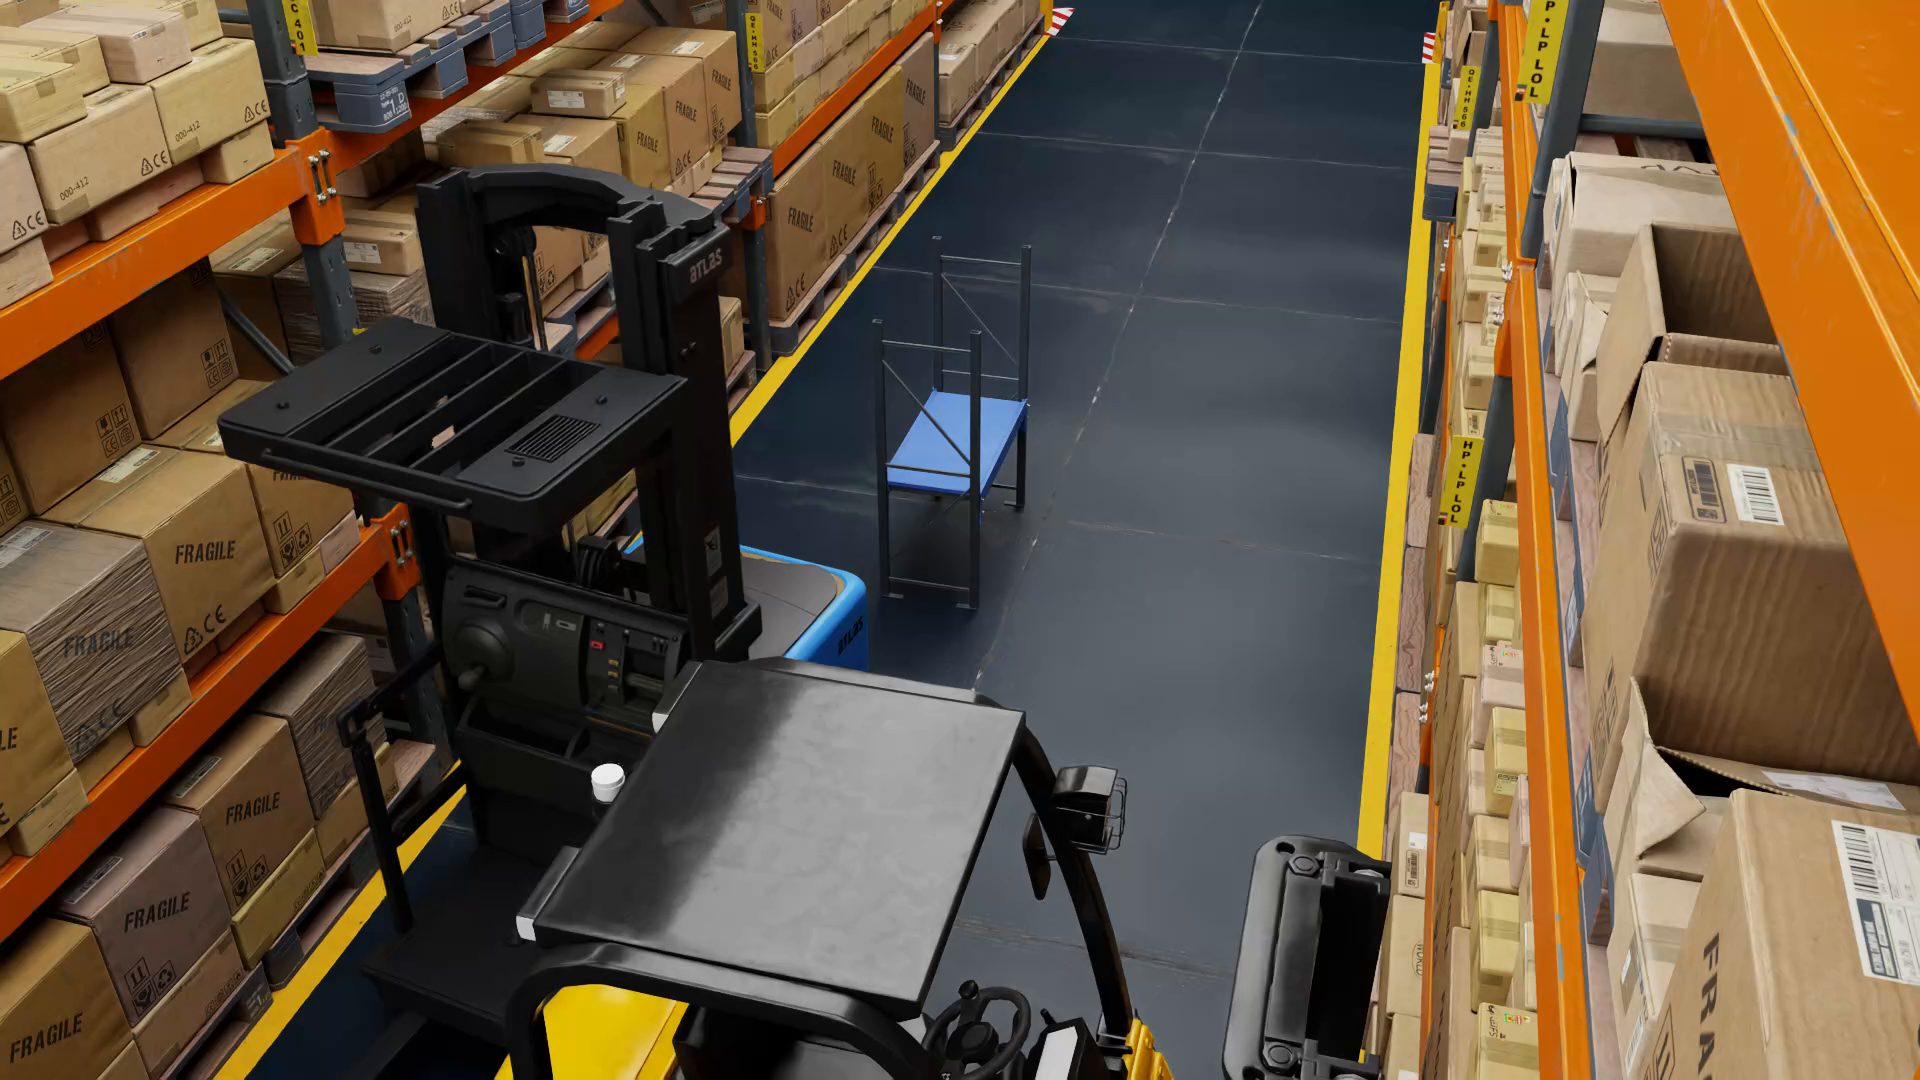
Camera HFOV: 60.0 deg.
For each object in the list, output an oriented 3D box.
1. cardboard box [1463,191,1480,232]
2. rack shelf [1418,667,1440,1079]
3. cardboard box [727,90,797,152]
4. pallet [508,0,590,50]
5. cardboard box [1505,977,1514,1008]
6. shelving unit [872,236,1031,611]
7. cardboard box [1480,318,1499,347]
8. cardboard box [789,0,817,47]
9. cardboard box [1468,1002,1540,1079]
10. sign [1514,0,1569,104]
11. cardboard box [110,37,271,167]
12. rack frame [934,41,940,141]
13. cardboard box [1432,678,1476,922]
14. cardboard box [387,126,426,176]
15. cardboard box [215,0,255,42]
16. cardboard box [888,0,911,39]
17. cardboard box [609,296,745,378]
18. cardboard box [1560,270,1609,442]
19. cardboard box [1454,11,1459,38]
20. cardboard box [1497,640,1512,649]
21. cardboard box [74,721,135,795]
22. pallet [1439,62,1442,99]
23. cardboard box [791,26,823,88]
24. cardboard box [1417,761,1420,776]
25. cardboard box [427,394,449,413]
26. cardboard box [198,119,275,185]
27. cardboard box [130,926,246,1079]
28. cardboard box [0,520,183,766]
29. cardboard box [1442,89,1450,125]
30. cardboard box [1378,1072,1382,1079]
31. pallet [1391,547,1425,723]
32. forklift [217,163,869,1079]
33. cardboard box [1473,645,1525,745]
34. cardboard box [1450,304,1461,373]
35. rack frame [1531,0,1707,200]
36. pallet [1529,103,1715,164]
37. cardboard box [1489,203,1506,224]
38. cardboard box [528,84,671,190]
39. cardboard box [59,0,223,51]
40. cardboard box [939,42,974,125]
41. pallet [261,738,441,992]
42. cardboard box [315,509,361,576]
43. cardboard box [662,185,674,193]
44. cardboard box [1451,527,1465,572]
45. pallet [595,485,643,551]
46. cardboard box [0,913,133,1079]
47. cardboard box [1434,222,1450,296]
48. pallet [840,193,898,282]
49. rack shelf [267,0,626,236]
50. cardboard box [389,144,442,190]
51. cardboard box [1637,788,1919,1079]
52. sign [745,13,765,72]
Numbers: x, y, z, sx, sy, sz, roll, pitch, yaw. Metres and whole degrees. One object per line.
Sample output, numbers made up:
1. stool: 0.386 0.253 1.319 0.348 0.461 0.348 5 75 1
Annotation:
1. cardboard box: 2.644 -1.424 7.867 0.500 0.250 0.500 9 34 14
2. rack shelf: 1.598 1.685 3.975 1.077 0.370 4.000 8 33 12
3. cardboard box: -1.314 -2.563 10.125 0.500 0.250 0.500 7 33 12
4. pallet: -2.177 -2.362 7.048 1.213 0.211 1.003 8 33 12
5. cardboard box: 1.360 1.099 3.528 0.380 0.149 0.250 8 33 12
6. shelving unit: -0.022 -0.589 8.278 0.538 1.500 1.048 8 33 12
7. cardboard box: 2.204 -0.718 6.386 0.380 0.149 0.250 7 33 11
8. cardboard box: -1.203 -3.352 10.202 0.500 0.500 0.500 8 33 13
9. cardboard box: 1.205 1.087 3.269 0.380 0.149 0.250 9 33 13
10. sign: 1.578 -1.343 4.495 0.100 0.325 0.005 8 33 12
11. cardboard box: -2.548 -1.392 5.211 0.500 0.250 0.500 8 33 12
12. rack frame: -0.666 -4.482 13.005 1.000 3.000 0.127 8 33 12
13. cardboard box: 1.624 0.768 4.652 0.500 0.500 0.500 9 33 13
14. cardboard box: -2.589 -1.725 7.300 0.380 0.149 0.250 7 33 10
15. cardboard box: -2.688 -2.033 6.105 0.500 0.250 0.500 7 33 11
16. cardboard box: -0.667 -3.888 12.209 0.500 0.250 0.500 8 33 12
17. cardboard box: -1.834 -1.183 9.873 0.950 0.372 0.625 6 33 9
18. cardboard box: 1.435 -0.357 3.360 0.396 0.266 0.258 7 33 11
19. cardboard box: 3.412 -3.260 10.816 0.396 0.266 0.258 10 34 15
20. cardboard box: 1.667 0.430 4.579 0.380 0.149 0.250 8 33 12
21. cardboard box: -2.832 0.640 5.182 0.380 0.149 0.250 7 33 12
22. pallet: 4.930 -4.254 15.245 1.003 0.211 1.213 8 33 12
23. cardboard box: -1.182 -3.052 10.428 0.500 0.250 0.500 9 33 14
24. cardboard box: 2.227 0.896 6.367 0.875 0.625 0.625 9 34 15
25. cardboard box: -2.251 -0.646 6.813 0.380 0.149 0.250 8 33 13
26. cardboard box: -2.481 -1.285 5.414 0.380 0.149 0.250 8 33 13
27. cardboard box: -2.845 1.537 5.708 0.500 0.250 0.500 9 33 13
28. cardboard box: -2.820 0.304 5.106 0.500 0.500 0.500 9 34 14
29. cardboard box: 4.386 -3.725 13.752 0.700 0.500 0.500 7 33 11
30. cardboard box: 1.420 1.845 4.757 0.500 0.250 0.500 8 33 12
31. pallet: 2.563 0.497 7.771 1.003 0.211 1.213 8 33 12
32. forklift: -1.409 0.426 5.347 1.130 2.935 3.031 13 35 20
33. cardboard box: 1.538 0.428 4.306 0.380 0.149 0.250 9 33 13
34. cardboard box: 2.515 -0.944 7.578 0.500 0.250 0.500 7 33 11
35. rack frame: 2.106 -2.189 3.805 1.000 3.000 0.127 8 33 12
36. pallet: 2.317 -1.301 5.384 0.805 0.209 1.217 7 33 10
37. cardboard box: 2.559 -1.376 7.420 0.380 0.149 0.250 8 33 13
38. cardboard box: -1.775 -1.946 8.253 0.500 0.500 0.500 6 33 9
39. cardboard box: -2.566 -1.633 5.218 0.380 0.149 0.250 9 33 13
40. cardboard box: -0.403 -3.889 14.069 0.875 0.438 0.875 8 33 12
41. pallet: -2.833 1.199 6.667 1.003 0.211 1.213 8 33 12
42. cardboard box: -2.483 -0.016 6.214 0.380 0.149 0.250 8 33 12
43. cardboard box: -1.684 -1.715 8.495 0.380 0.149 0.250 9 33 13
44. cardboard box: 1.983 -0.094 5.776 0.500 0.250 0.500 7 33 11
45. pallet: -2.193 -0.193 8.857 1.003 0.211 1.213 8 33 12
46. cardboard box: -2.970 1.487 5.087 0.500 0.500 0.500 9 33 13
47. cardboard box: 3.401 -1.906 10.891 0.500 0.500 0.500 7 33 11
48. pallet: -1.097 -2.260 12.108 1.003 0.211 1.213 8 33 12
49. rack shelf: -2.189 -2.331 7.495 1.077 0.370 4.000 8 33 12
50. cardboard box: -2.540 -1.471 7.506 0.500 0.500 0.500 9 34 14
51. cardboard box: 0.967 0.628 1.592 0.500 0.500 0.500 9 34 14
52. sign: -1.154 -2.793 9.342 0.100 0.325 0.005 8 33 12
